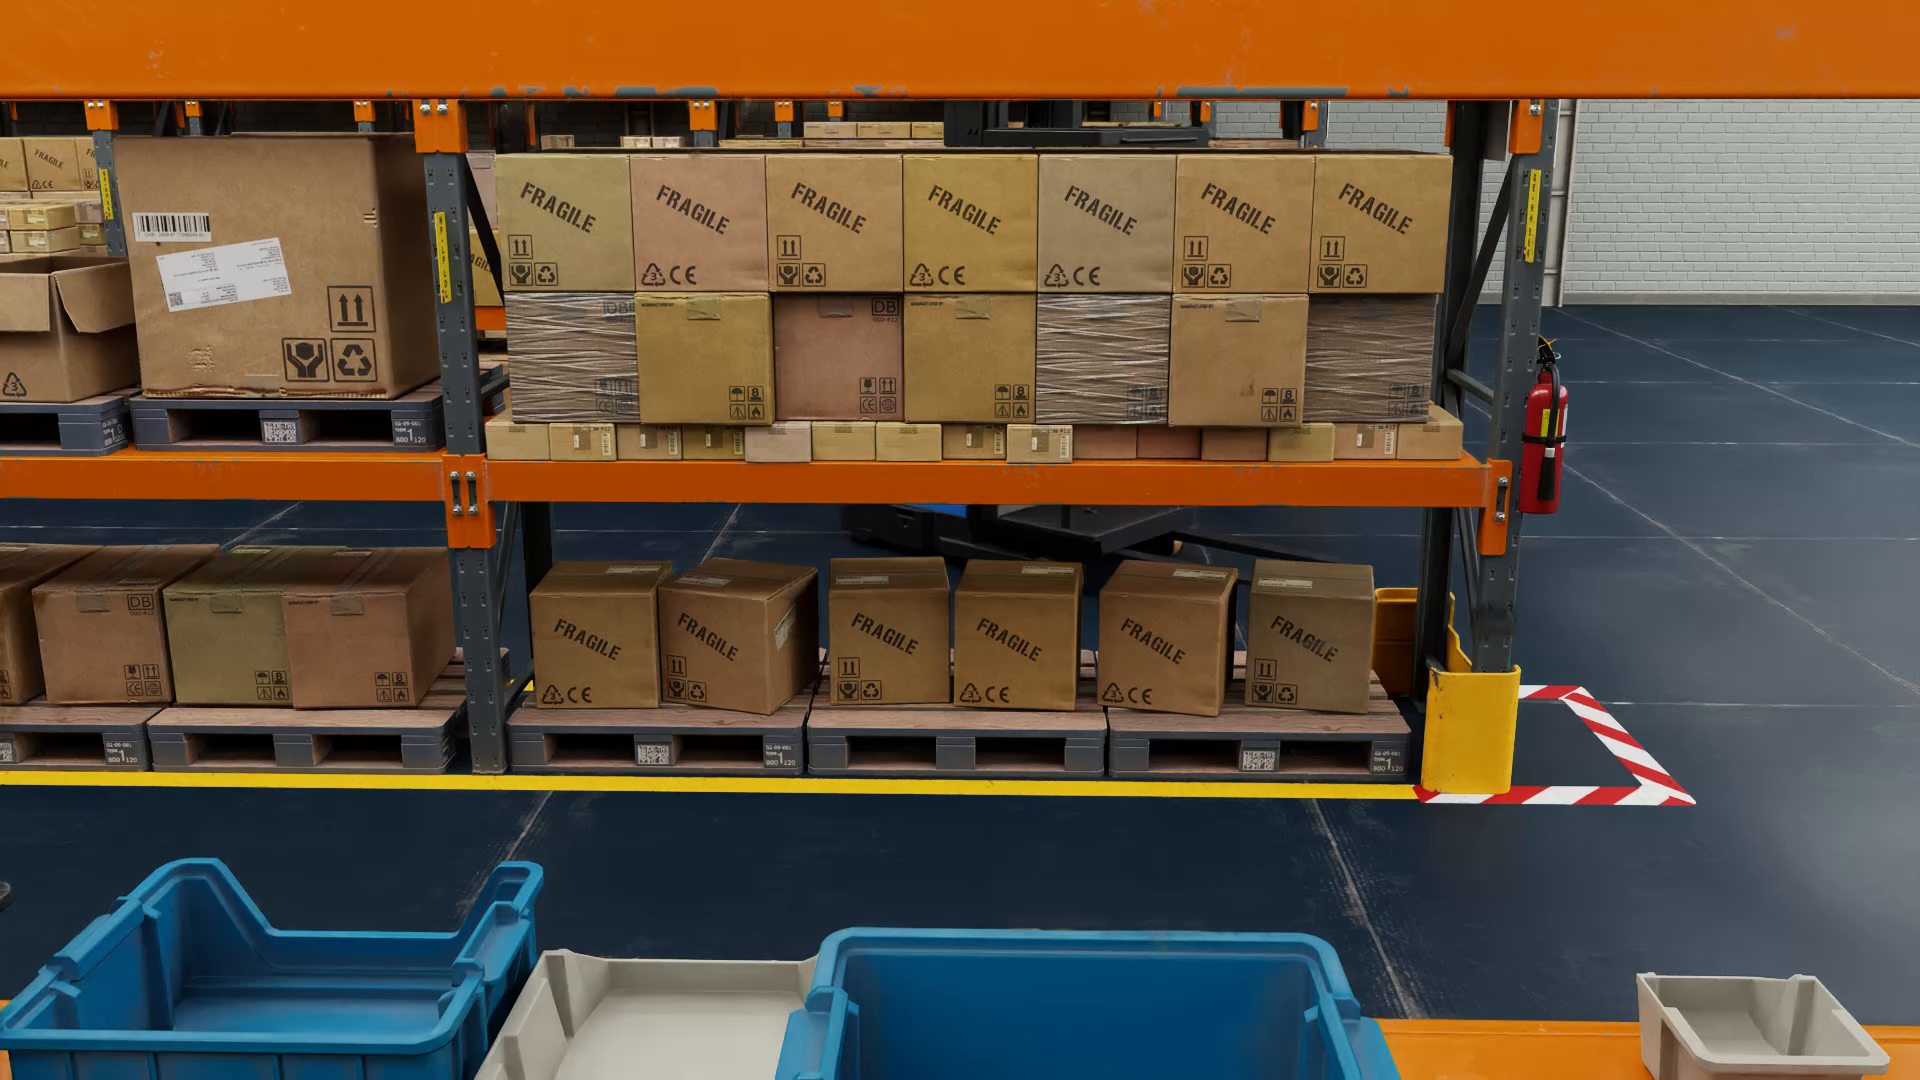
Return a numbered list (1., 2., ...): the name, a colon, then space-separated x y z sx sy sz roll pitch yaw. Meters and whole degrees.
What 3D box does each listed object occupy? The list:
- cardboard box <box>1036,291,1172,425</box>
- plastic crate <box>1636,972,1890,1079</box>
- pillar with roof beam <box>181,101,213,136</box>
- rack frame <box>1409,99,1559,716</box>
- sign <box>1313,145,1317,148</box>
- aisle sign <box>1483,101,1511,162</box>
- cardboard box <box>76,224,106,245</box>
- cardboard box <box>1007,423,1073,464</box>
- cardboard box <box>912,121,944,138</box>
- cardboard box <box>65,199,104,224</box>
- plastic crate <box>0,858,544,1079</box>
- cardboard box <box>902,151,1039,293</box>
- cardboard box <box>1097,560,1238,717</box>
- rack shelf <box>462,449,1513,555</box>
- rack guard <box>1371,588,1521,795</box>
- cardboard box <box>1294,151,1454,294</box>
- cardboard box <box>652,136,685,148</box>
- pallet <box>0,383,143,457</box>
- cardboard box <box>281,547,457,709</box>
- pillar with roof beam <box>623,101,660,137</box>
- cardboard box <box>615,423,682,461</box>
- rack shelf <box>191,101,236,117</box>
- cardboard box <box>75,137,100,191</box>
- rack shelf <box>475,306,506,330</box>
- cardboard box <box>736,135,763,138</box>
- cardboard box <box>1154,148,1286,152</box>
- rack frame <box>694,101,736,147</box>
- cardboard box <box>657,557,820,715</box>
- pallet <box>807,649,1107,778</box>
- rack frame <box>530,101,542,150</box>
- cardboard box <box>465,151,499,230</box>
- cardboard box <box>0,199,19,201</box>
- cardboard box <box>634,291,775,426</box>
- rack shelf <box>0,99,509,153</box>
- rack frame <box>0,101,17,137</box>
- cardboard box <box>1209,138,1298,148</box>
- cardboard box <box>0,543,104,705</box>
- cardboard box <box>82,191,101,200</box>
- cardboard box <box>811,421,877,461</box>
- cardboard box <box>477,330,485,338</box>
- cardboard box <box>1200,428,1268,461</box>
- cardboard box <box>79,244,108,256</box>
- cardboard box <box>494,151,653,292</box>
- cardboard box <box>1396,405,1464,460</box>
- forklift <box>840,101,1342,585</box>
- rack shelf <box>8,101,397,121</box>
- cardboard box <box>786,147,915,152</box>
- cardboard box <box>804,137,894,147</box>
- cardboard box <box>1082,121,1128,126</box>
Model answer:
1. cardboard box: 0.549 -0.788 6.668 0.500 0.500 0.875 0 15 1
2. plastic crate: 1.087 0.704 2.307 0.250 0.136 0.298 0 15 1
3. pillar with roof beam: -10.303 -6.507 17.363 0.400 9.000 9.100 0 15 1
4. rack frame: 2.100 -0.598 6.728 0.127 3.000 1.000 0 15 1
5. sign: 2.300 -2.399 10.817 0.005 0.325 0.100 0 15 1
6. aisle sign: 2.170 -1.931 6.684 0.004 0.787 0.394 0 15 1
7. cardboard box: -6.148 -2.194 11.863 0.250 0.149 0.380 1 15 4
8. cardboard box: 0.308 -0.409 6.503 0.250 0.149 0.380 0 15 1
9. cardboard box: -0.200 -3.750 15.934 0.500 0.500 0.700 0 15 0
10. cardboard box: -6.131 -2.336 11.818 0.250 0.149 0.380 0 15 2
11. plastic crate: -0.912 0.649 2.293 0.616 0.251 0.499 0 15 1
12. cardboard box: 0.045 -1.226 6.366 0.500 0.500 0.500 0 15 1
13. cardboard box: 0.878 0.404 7.006 0.500 0.500 0.500 4 15 16
14. rack shelf: 0.101 -0.263 6.869 4.000 0.370 1.077 0 15 1
15. rack guard: 2.024 0.610 7.048 0.348 0.500 1.175 0 15 1
16. cardboard box: 1.544 -1.214 6.324 0.500 0.500 0.500 0 15 1
17. cardboard box: -2.802 -3.807 16.016 0.250 0.149 0.380 0 15 0
18. pallet: -3.917 -0.555 6.940 1.213 0.211 1.003 0 15 1
19. cardboard box: -2.512 0.362 7.125 0.500 0.500 0.700 -1 15 -3
20. pillar with roof beam: -4.305 -6.468 17.215 0.400 9.000 9.100 0 15 1
21. cardboard box: -1.191 -0.425 6.564 0.250 0.149 0.380 0 15 1
22. rack shelf: -7.521 -5.559 21.061 4.000 0.370 1.077 0 15 1
23. cardboard box: -8.200 -3.659 16.173 0.500 0.500 0.500 0 15 0
24. rack shelf: -3.670 -1.554 11.759 4.000 0.370 1.077 0 15 1
25. cardboard box: -2.107 -3.954 16.572 0.250 0.149 0.380 0 15 1
26. cardboard box: 1.058 -1.352 6.846 0.500 0.500 0.500 0 15 1
27. rack frame: -1.671 -1.889 11.618 0.127 3.000 1.000 0 15 1
28. cardboard box: -0.927 0.396 7.036 0.500 0.500 0.500 5 16 19
29. pallet: -0.004 0.727 7.172 1.213 0.211 1.003 0 15 1
30. rack frame: -5.521 -4.444 21.302 0.127 3.000 1.000 0 15 1
31. cardboard box: -3.187 -2.428 11.508 0.500 0.500 0.700 0 15 2
32. cardboard box: -6.905 -2.342 11.840 0.250 0.149 0.380 0 15 -1
33. cardboard box: -0.951 -0.786 6.658 0.500 0.500 0.875 0 15 1
34. rack shelf: -3.898 -1.740 6.585 4.000 0.370 1.077 0 15 1
35. rack frame: -9.643 -3.204 16.603 0.127 3.000 1.000 0 15 1
36. cardboard box: 1.958 -2.469 11.409 0.550 0.550 0.875 0 15 1
37. cardboard box: -4.105 0.347 7.182 0.500 0.500 0.700 2 15 6
38. cardboard box: -8.185 -3.292 16.251 0.500 0.250 0.500 1 15 2
39. cardboard box: -0.441 -0.423 6.555 0.250 0.149 0.380 0 15 1
40. cardboard box: -5.080 -2.104 16.762 0.625 0.372 0.950 -1 15 -2
41. cardboard box: 1.059 -0.422 6.551 0.250 0.149 0.380 0 15 1
42. cardboard box: -6.112 -2.051 11.902 0.250 0.149 0.380 0 15 1
43. cardboard box: -1.455 -1.232 6.391 0.500 0.500 0.500 0 15 1
44. cardboard box: 1.810 -0.426 6.567 0.250 0.149 0.380 0 15 1
45. forklift: 0.709 -1.273 9.421 3.031 2.935 1.130 12 19 39
46. rack shelf: -7.644 -4.293 16.263 4.000 0.370 1.077 0 15 1
47. cardboard box: -0.442 -1.361 6.879 0.500 0.500 0.500 0 15 1
48. cardboard box: -0.750 -2.498 11.518 0.550 0.550 0.875 0 15 1
49. cardboard box: 1.331 -3.754 15.950 0.500 0.500 0.700 1 15 2
